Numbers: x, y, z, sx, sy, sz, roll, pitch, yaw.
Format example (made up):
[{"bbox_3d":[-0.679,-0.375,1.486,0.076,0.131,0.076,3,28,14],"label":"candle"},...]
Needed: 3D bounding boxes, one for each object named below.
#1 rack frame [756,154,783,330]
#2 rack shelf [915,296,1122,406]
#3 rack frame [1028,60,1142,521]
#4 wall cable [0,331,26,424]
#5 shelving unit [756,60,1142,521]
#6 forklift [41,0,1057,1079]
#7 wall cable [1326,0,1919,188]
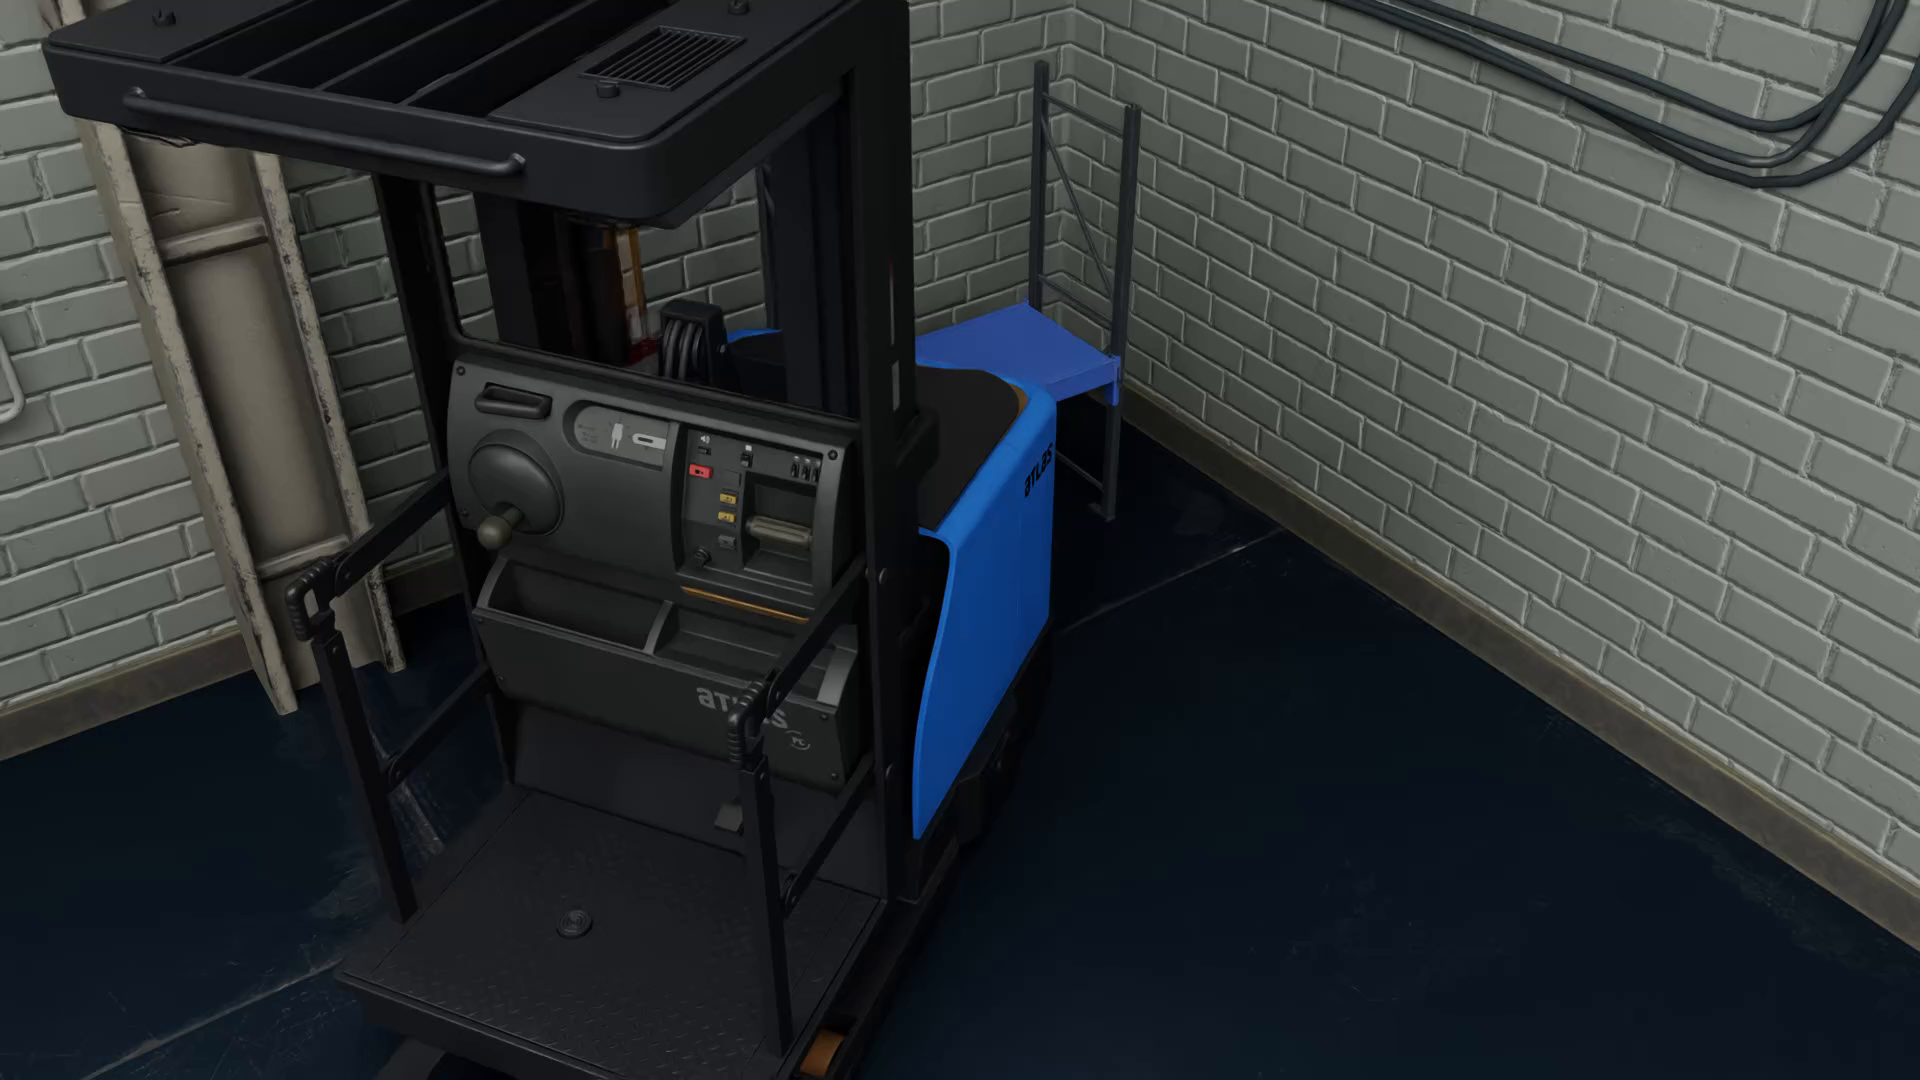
[{"bbox_3d":[-0.447,-0.464,5.111,0.032,1.500,0.500,-22,41,-27],"label":"rack frame"},{"bbox_3d":[-0.028,-0.486,5.450,1.000,0.185,0.538,-22,41,-27],"label":"rack shelf"},{"bbox_3d":[0.391,-0.801,5.579,0.032,1.500,0.500,-22,41,-27],"label":"rack frame"},{"bbox_3d":[-3.182,-0.800,3.424,1.851,1.984,0.084,-22,41,-28],"label":"wall cable"},{"bbox_3d":[-0.028,-0.632,5.345,1.048,1.500,0.538,-22,41,-27],"label":"shelving unit"},{"bbox_3d":[-0.747,-0.051,3.311,1.130,2.935,3.031,13,38,18],"label":"forklift"},{"bbox_3d":[1.145,-2.413,4.057,0.112,2.526,3.097,-22,41,-28],"label":"wall cable"}]
